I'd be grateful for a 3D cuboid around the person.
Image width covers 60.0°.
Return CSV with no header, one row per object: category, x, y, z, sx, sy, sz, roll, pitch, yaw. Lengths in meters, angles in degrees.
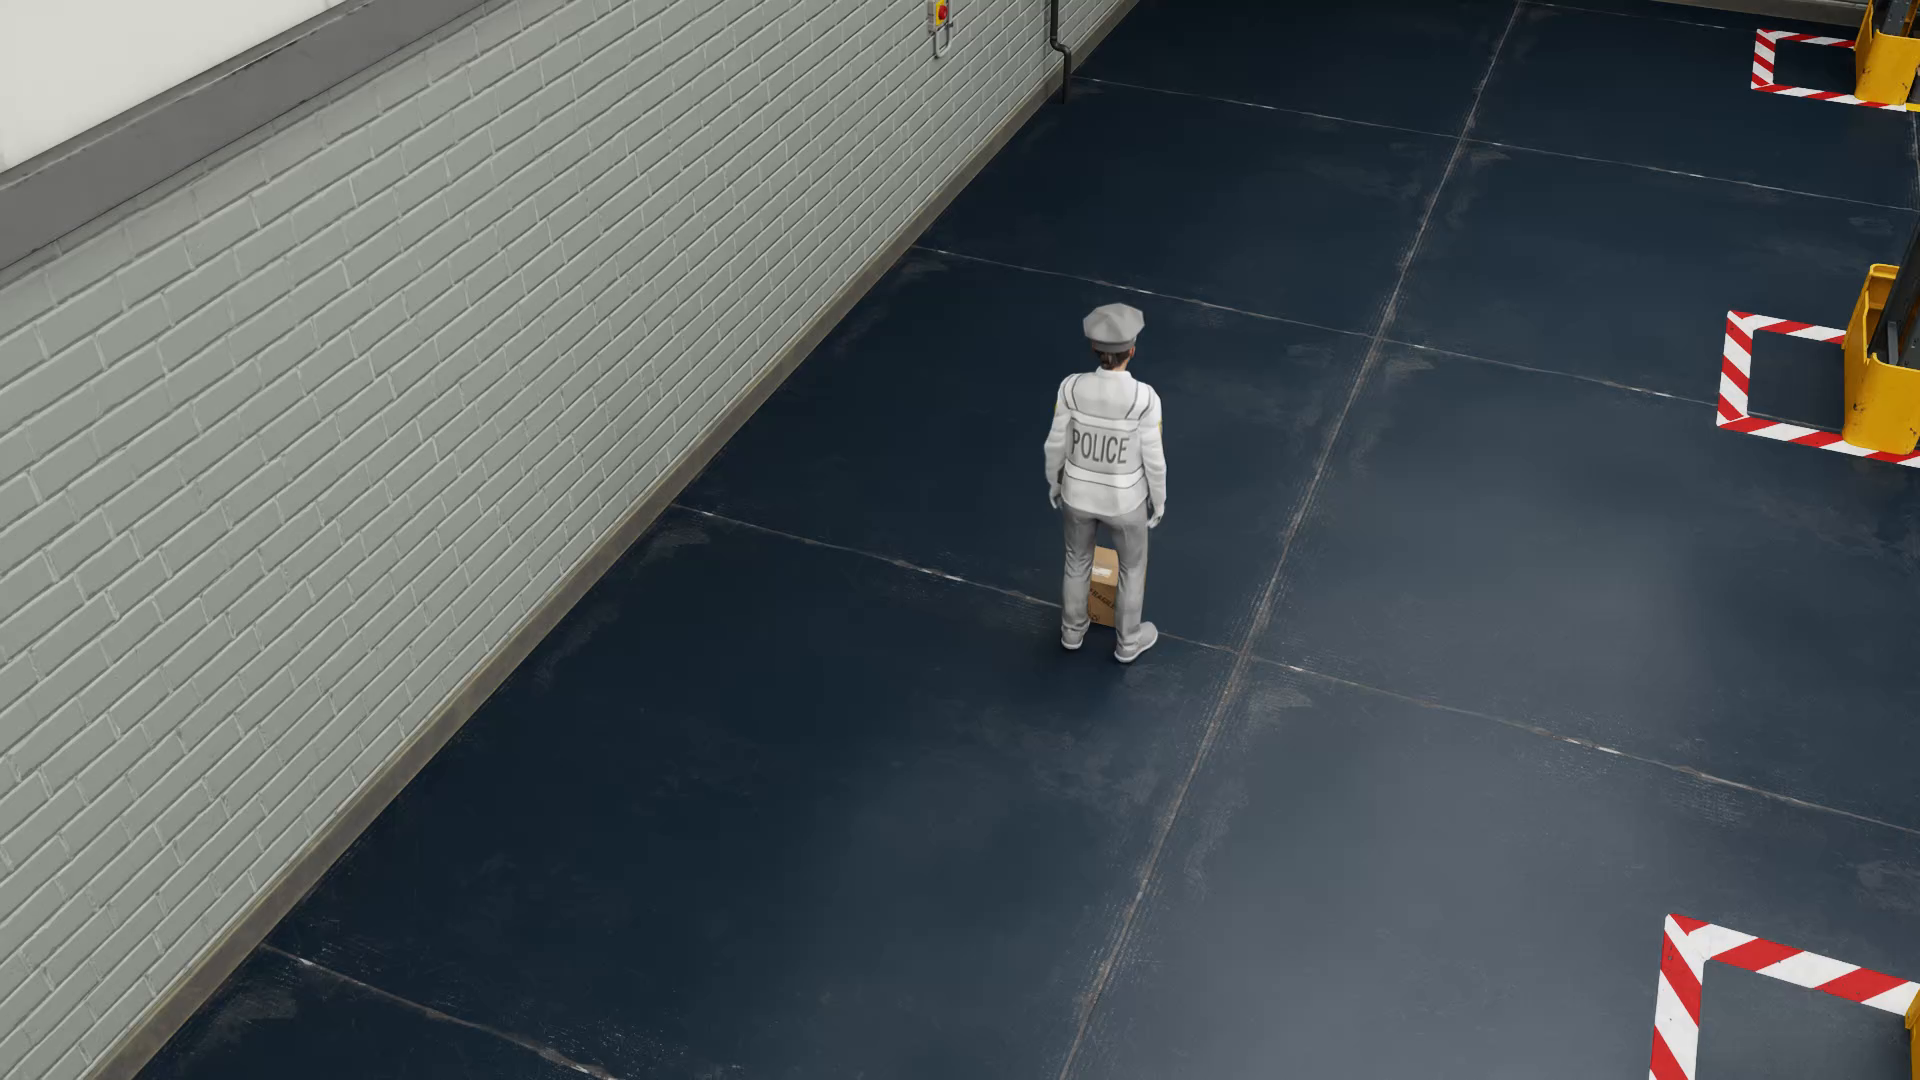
person,0.617,-0.196,7.070,0.526,1.662,0.374,13,39,16
